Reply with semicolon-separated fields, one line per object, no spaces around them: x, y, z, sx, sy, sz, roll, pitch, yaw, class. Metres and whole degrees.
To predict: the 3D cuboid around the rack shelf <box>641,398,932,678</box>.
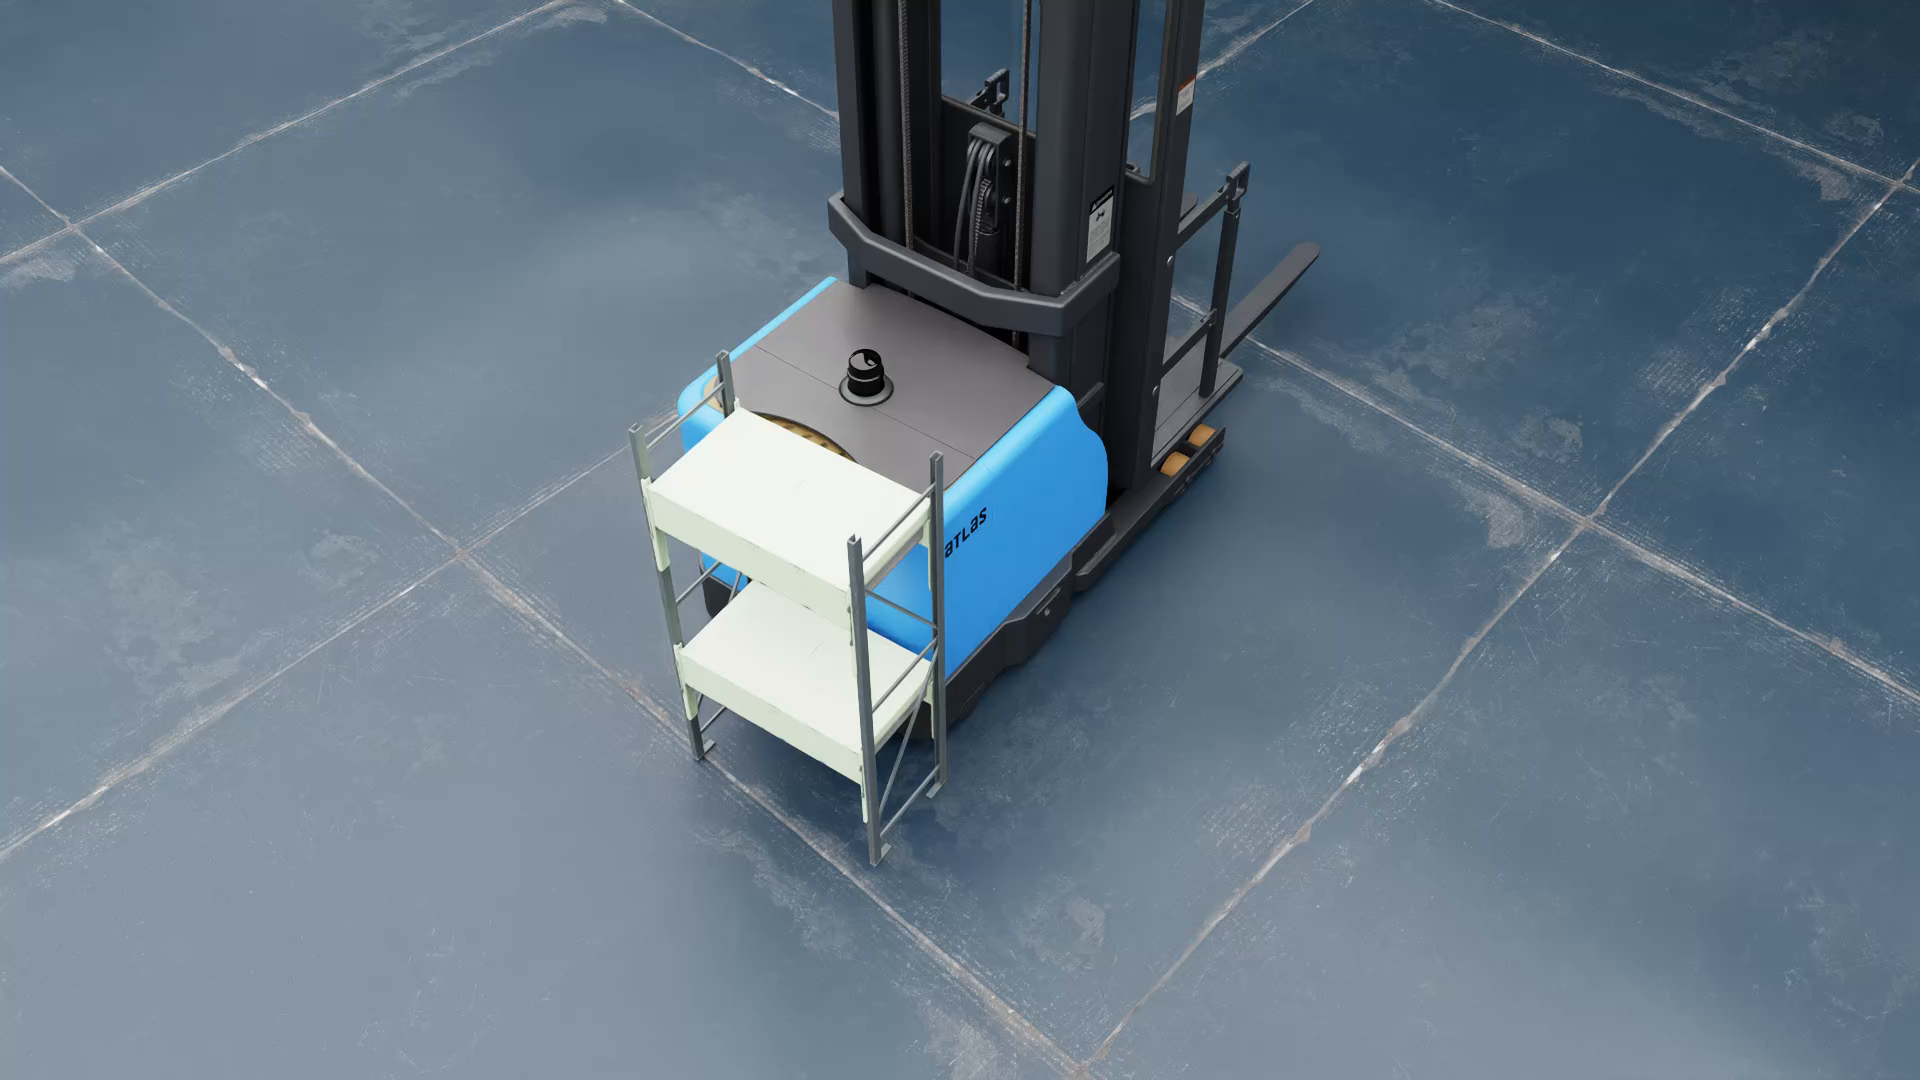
-0.469;-0.017;4.702;0.720;0.370;0.431;26;52;23;rack shelf

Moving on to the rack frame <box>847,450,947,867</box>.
-0.165;0.400;4.846;0.023;1.500;0.400;26;52;23;rack frame

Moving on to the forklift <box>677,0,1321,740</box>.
0.376;-1.371;5.527;1.130;2.935;3.031;28;53;24;forklift

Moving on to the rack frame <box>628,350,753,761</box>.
-0.772;0.101;5.127;0.023;1.500;0.400;26;52;23;rack frame

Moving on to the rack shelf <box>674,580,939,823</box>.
-0.469;0.473;5.224;0.720;0.370;0.431;26;52;23;rack shelf

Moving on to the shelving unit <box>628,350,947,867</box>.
-0.469;0.250;4.986;0.755;1.500;0.431;26;52;23;shelving unit
